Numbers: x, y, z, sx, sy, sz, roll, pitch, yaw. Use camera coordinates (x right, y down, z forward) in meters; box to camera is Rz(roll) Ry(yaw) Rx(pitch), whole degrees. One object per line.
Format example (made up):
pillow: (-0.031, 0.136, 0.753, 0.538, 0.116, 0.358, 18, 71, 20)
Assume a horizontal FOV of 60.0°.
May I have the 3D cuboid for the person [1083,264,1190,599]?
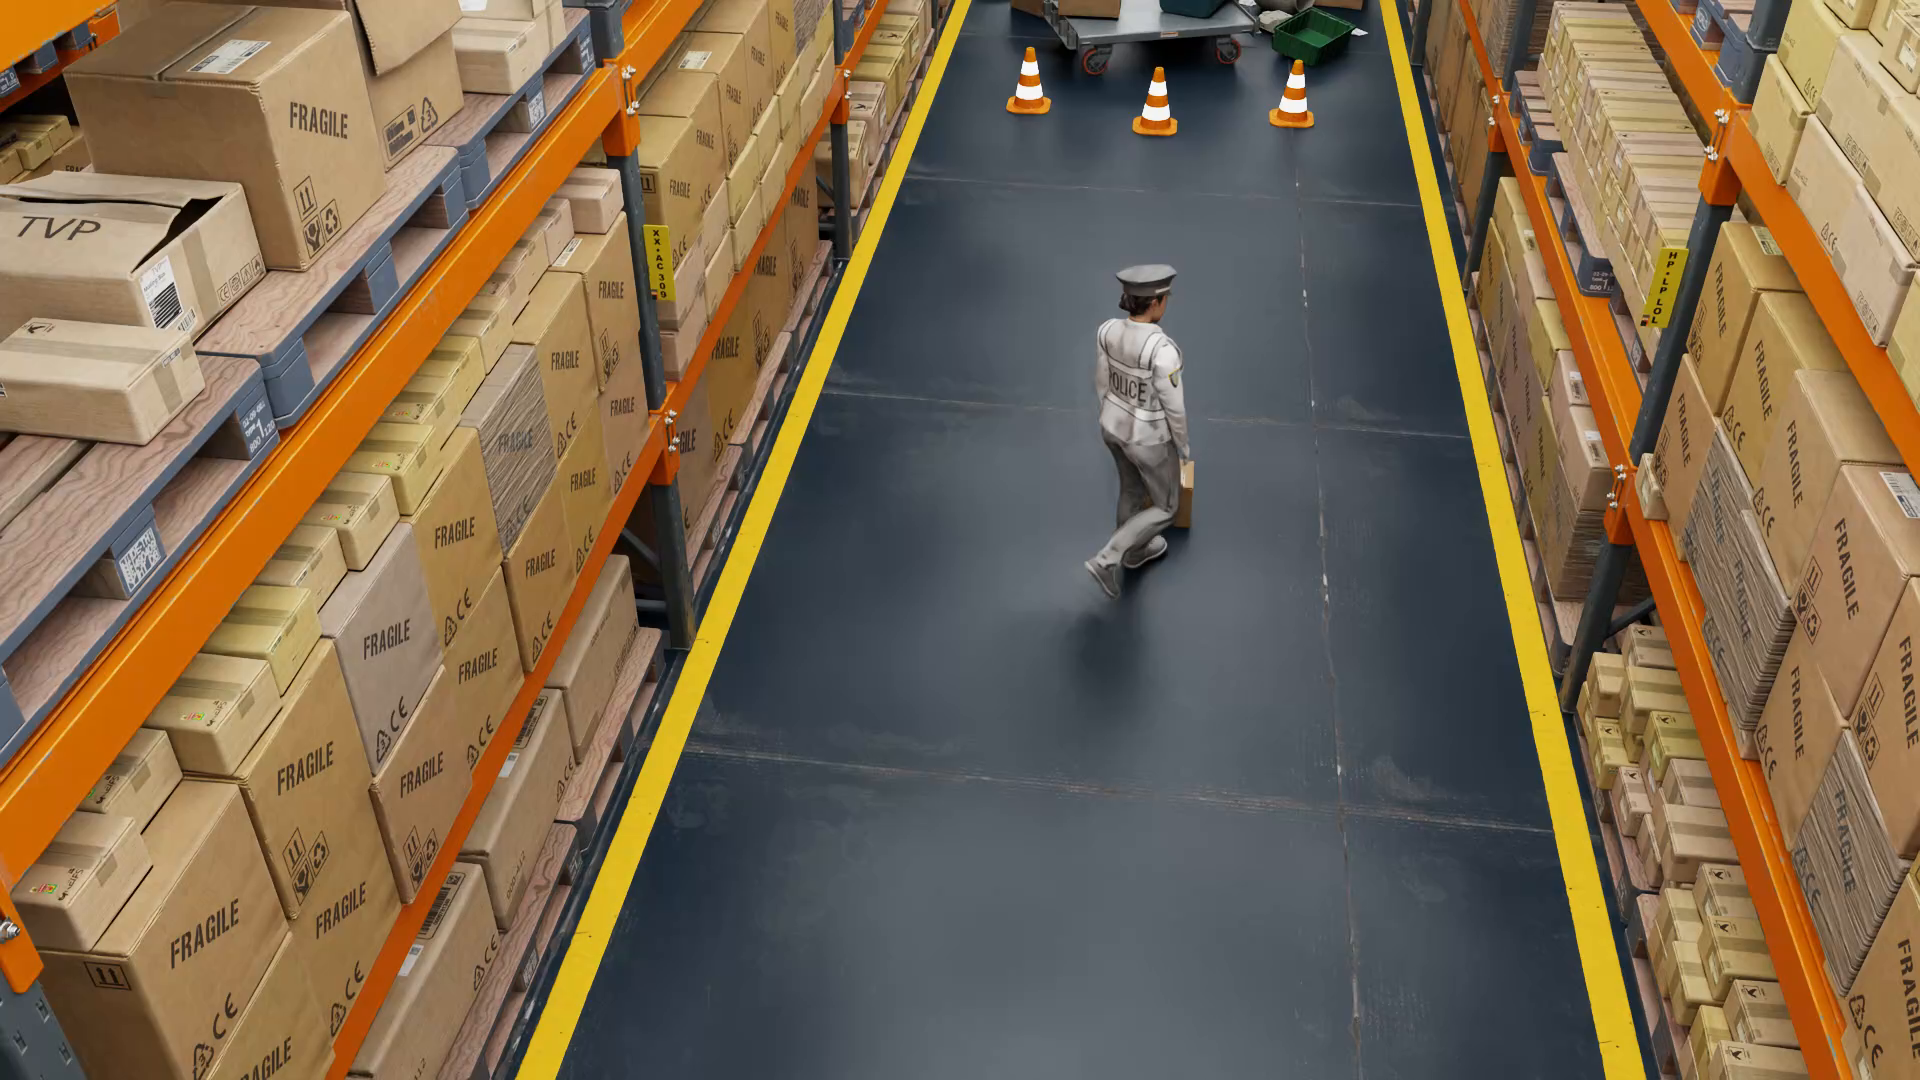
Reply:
person: (0.805, -0.476, 7.659, 0.687, 1.652, 0.506, -25, 43, -29)
